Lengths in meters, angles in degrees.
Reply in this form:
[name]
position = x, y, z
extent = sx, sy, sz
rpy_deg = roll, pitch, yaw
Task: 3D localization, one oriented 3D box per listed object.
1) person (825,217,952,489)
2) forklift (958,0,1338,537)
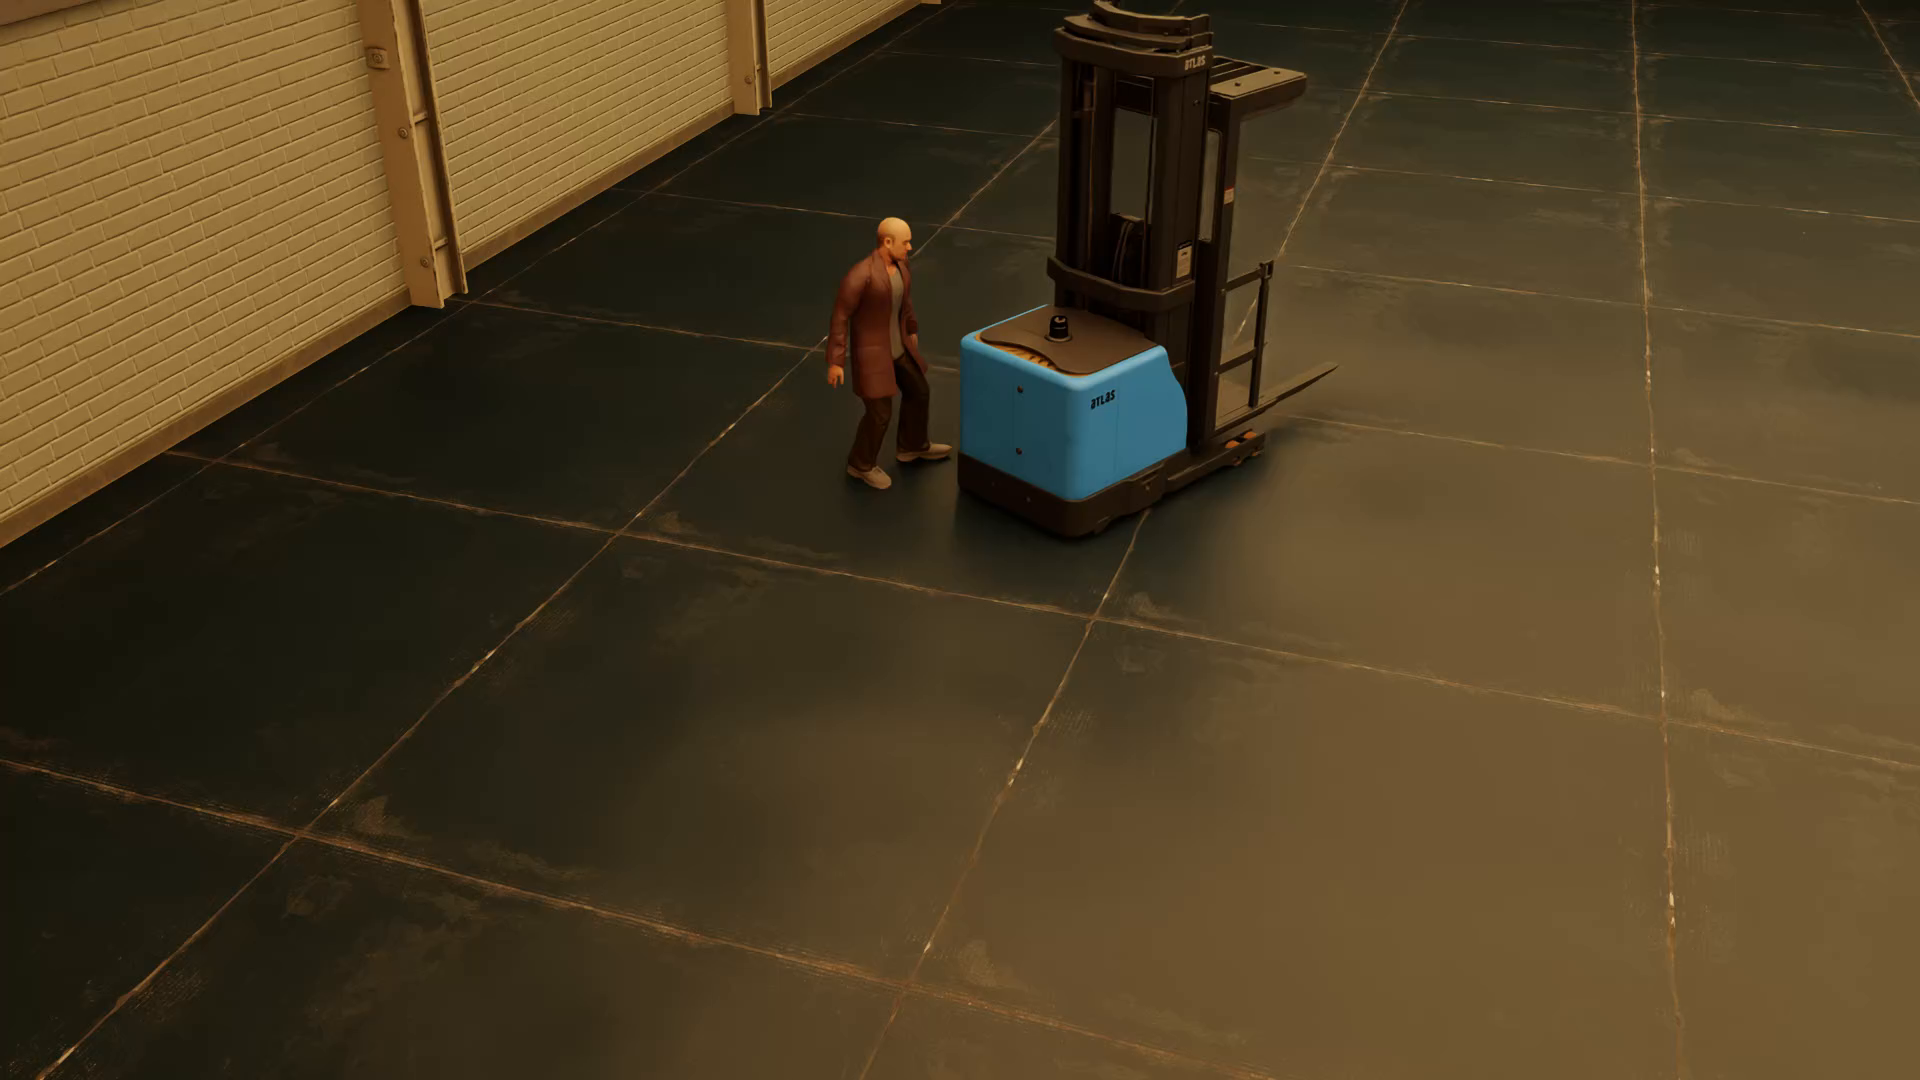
[person]
position = -0.473, -1.193, 10.440
extent = 0.441, 1.749, 0.913
rpy_deg = 19, 35, 30
[forklift]
position = 1.386, -1.921, 10.506
extent = 3.031, 2.935, 1.130
rpy_deg = -26, 39, -38
